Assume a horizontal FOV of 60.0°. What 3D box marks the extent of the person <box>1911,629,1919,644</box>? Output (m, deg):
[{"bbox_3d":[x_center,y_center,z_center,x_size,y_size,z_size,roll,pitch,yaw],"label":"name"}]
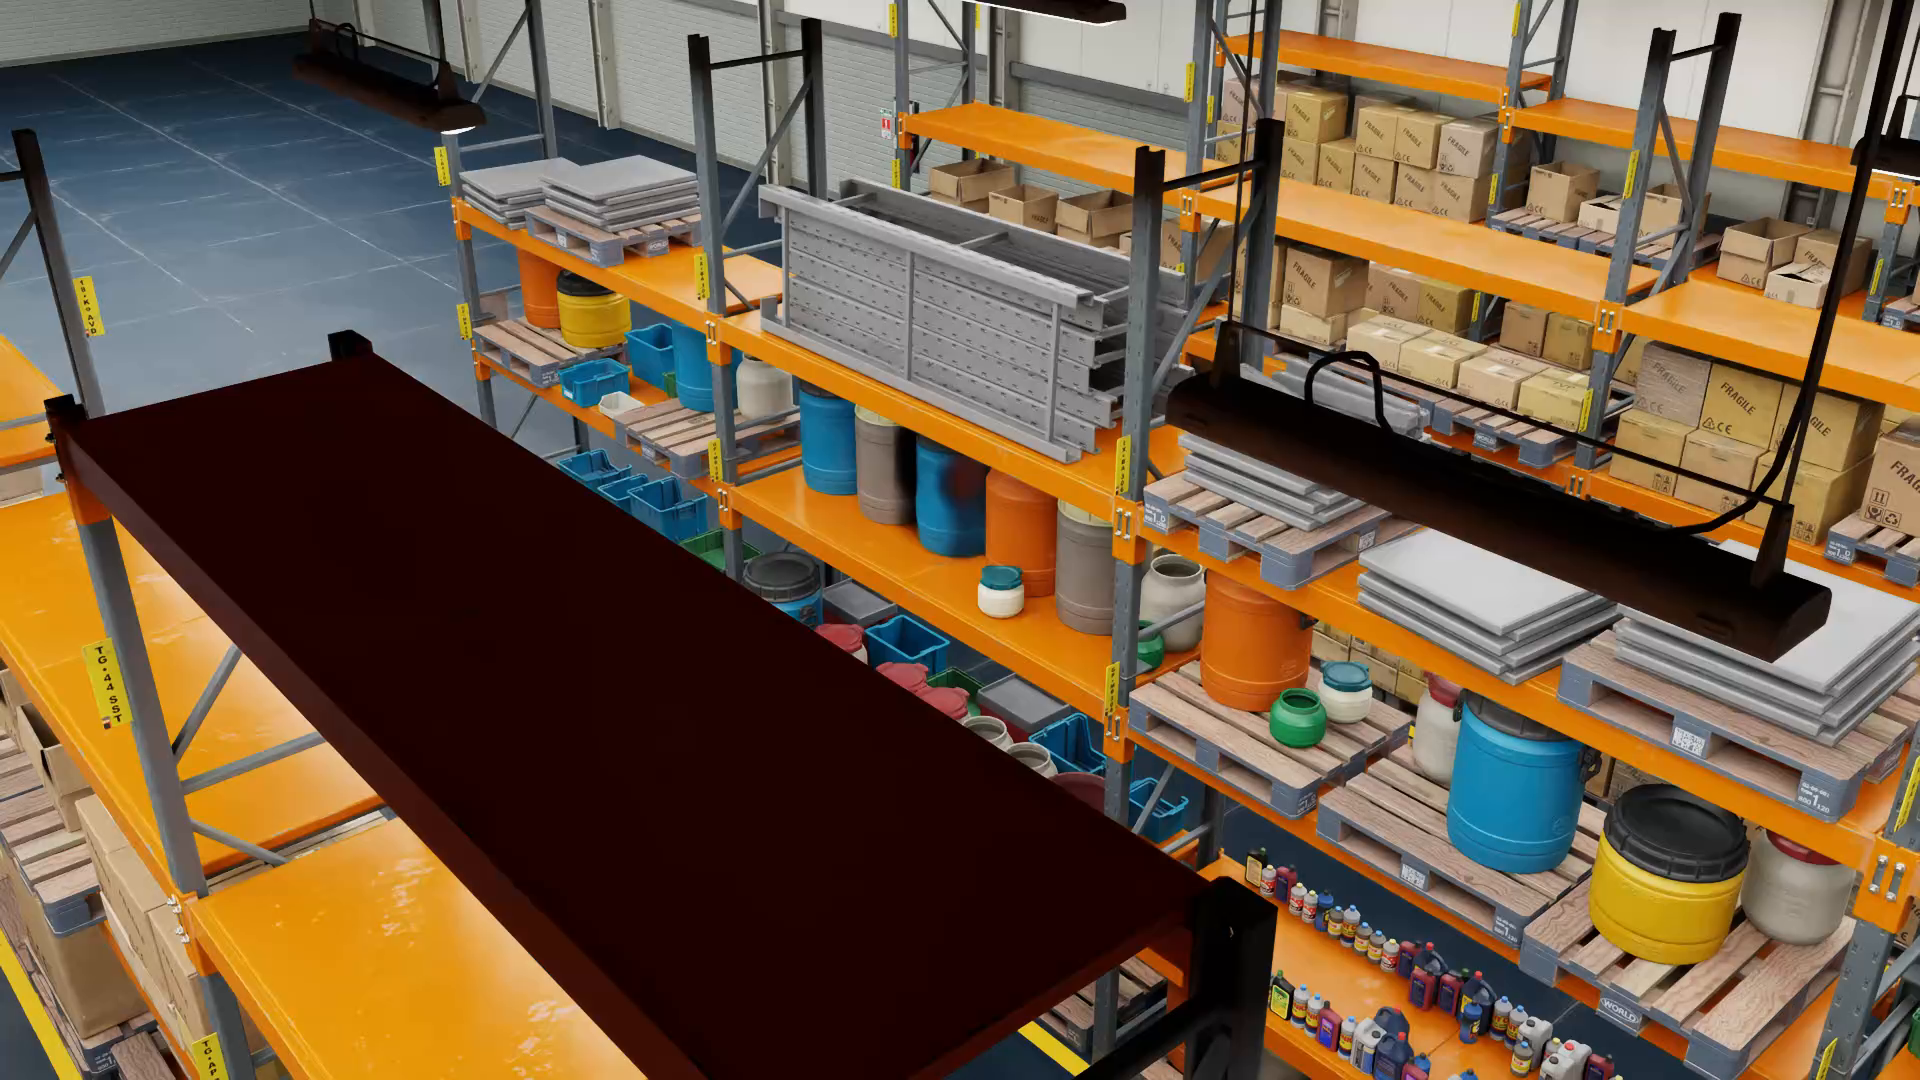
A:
[{"bbox_3d":[7.567,1.203,13.275,0.685,1.720,1.060,-23,35,-37],"label":"person"}]
